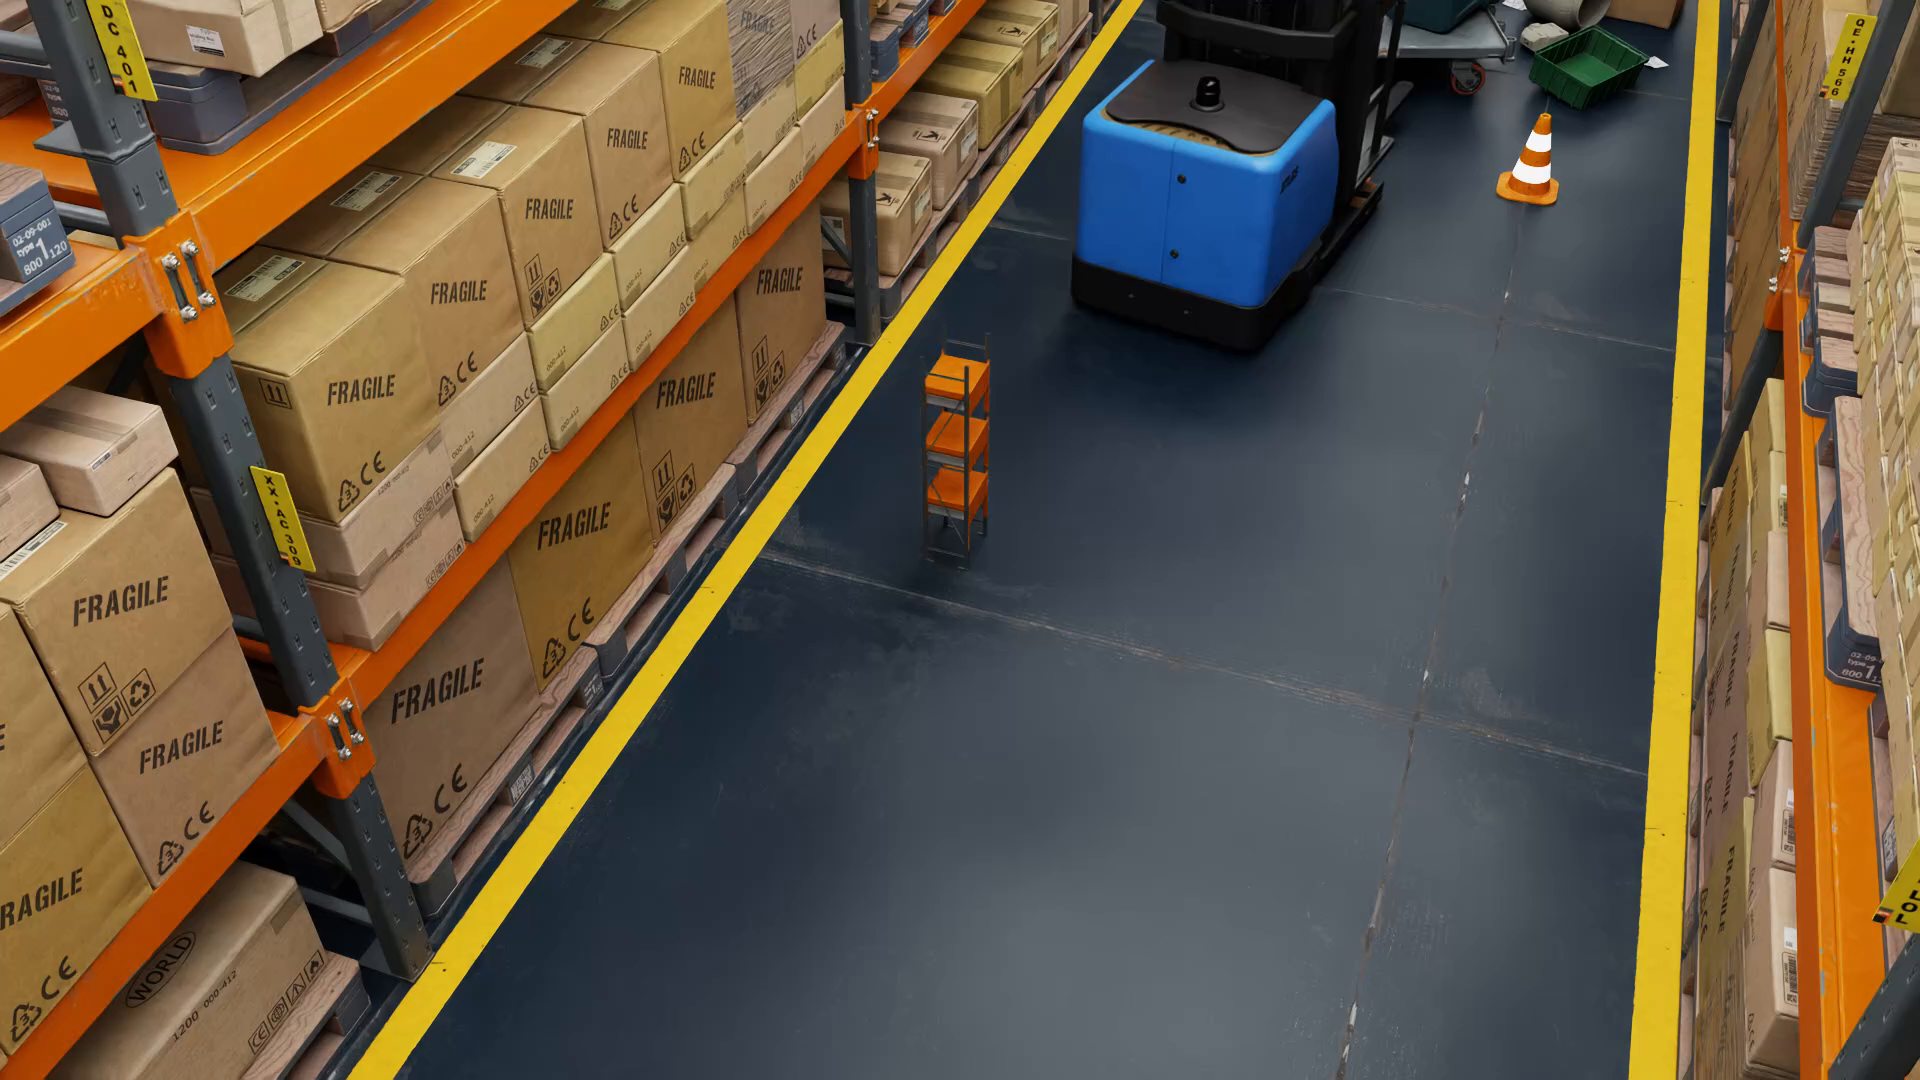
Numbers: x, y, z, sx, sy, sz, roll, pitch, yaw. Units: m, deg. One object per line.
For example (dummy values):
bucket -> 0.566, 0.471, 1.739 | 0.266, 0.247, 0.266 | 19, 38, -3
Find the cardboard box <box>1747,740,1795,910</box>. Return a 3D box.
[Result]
cardboard box -> 2.633, 0.909, 4.898 | 0.500, 0.250, 0.500 | 15, 43, 17

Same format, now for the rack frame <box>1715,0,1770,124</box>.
rack frame -> 5.163, -3.656, 9.224 | 1.000, 3.000, 0.127 | 13, 42, 15

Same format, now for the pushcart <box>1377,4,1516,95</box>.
pushcart -> 2.636, -3.219, 10.733 | 1.648, 0.377, 0.936 | 0, 40, 0

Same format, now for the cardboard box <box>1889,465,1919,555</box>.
cardboard box -> 2.825, -0.045, 4.632 | 0.380, 0.149, 0.250 | 13, 42, 15

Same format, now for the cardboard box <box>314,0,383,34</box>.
cardboard box -> -1.685, -1.625, 4.132 | 0.500, 0.500, 0.500 | 13, 42, 14

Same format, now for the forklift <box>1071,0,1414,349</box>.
forklift -> 1.740, -3.002, 8.510 | 1.130, 2.935, 3.031 | 20, 44, 22

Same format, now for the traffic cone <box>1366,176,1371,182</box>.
traffic cone -> 2.209, -2.262, 9.544 | 0.336, 0.463, 0.334 | 13, 42, 15

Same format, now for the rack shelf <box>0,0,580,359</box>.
rack shelf -> -1.575, -1.900, 5.410 | 1.077, 0.370, 4.000 | 13, 42, 15

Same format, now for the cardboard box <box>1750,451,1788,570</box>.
cardboard box -> 3.158, -0.034, 6.003 | 0.500, 0.250, 0.500 | 13, 42, 15

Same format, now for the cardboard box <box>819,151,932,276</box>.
cardboard box -> -0.689, -1.755, 8.697 | 0.950, 0.372, 0.625 | 11, 42, 12

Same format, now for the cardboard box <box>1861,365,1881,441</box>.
cardboard box -> 3.089, -0.396, 5.273 | 0.380, 0.149, 0.250 | 15, 43, 16

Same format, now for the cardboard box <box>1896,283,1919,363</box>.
cardboard box -> 3.096, -0.627, 5.086 | 0.380, 0.149, 0.250 | 15, 43, 17

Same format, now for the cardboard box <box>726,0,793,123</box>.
cardboard box -> -0.990, -1.983, 6.416 | 0.500, 0.500, 0.500 | 14, 42, 16

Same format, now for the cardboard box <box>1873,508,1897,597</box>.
cardboard box -> 2.819, 0.078, 4.717 | 0.380, 0.149, 0.250 | 15, 43, 17

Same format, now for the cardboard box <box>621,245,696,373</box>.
cardboard box -> -1.315, -0.894, 6.102 | 0.500, 0.250, 0.500 | 13, 42, 14

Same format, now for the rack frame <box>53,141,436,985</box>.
rack frame -> -2.259, 0.187, 4.720 | 1.000, 3.000, 0.127 | 13, 42, 15

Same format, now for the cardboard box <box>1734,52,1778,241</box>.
cardboard box -> 4.702, -1.973, 8.662 | 1.050, 0.750, 0.750 | 13, 42, 15

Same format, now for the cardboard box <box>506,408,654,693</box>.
cardboard box -> -1.821, -0.113, 6.385 | 0.875, 0.875, 0.875 | 14, 43, 16

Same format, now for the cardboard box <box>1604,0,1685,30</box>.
cardboard box -> 4.729, -3.880, 11.411 | 0.500, 0.500, 0.500 | 21, 45, 22

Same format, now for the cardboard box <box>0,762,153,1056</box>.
cardboard box -> -2.348, 0.803, 3.920 | 0.500, 0.500, 0.500 | 12, 42, 14

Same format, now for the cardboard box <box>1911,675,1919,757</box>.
cardboard box -> 2.554, 0.448, 4.054 | 0.380, 0.149, 0.250 | 15, 43, 17

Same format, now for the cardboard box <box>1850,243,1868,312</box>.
cardboard box -> 3.360, -0.888, 5.850 | 0.380, 0.149, 0.250 | 15, 43, 17

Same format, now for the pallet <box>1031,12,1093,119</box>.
pallet -> 0.212, -3.156, 10.787 | 1.003, 0.211, 1.213 | 13, 42, 15

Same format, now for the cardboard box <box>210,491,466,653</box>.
cardboard box -> -1.861, 0.034, 5.014 | 0.500, 0.250, 0.500 | 12, 42, 14

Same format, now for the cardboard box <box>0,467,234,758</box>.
cardboard box -> -2.161, 0.118, 3.954 | 0.500, 0.500, 0.500 | 13, 42, 15

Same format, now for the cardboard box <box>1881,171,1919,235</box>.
cardboard box -> 3.365, -1.103, 5.643 | 0.380, 0.149, 0.250 | 12, 42, 14

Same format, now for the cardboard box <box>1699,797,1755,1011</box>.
cardboard box -> 2.619, 1.195, 5.141 | 0.500, 0.500, 0.500 | 12, 42, 14

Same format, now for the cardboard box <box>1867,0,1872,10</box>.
cardboard box -> 4.303, -2.528, 7.055 | 0.700, 0.500, 0.500 | 13, 42, 14

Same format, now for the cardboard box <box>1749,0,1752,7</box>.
cardboard box -> 5.748, -3.926, 10.854 | 0.875, 0.875, 0.875 | 14, 42, 15

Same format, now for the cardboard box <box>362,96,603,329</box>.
cardboard box -> -1.517, -1.058, 5.332 | 0.500, 0.500, 0.500 | 12, 42, 14

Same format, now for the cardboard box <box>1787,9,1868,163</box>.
cardboard box -> 3.869, -1.892, 7.080 | 0.500, 0.500, 0.500 | 13, 42, 15

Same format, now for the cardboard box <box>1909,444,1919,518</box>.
cardboard box -> 2.827, -0.150, 4.526 | 0.380, 0.149, 0.250 | 11, 42, 13

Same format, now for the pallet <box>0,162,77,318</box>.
pallet -> -2.549, -0.424, 3.193 | 1.003, 0.211, 1.213 | 13, 42, 15

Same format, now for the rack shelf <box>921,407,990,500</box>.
rack shelf -> -0.018, -0.359, 6.878 | 0.215, 0.259, 0.240 | 13, 42, 15

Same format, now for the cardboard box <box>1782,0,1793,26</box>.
cardboard box -> 4.385, -2.820, 8.167 | 0.500, 0.500, 0.500 | 13, 42, 15

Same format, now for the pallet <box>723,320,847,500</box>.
pallet -> -1.232, -0.728, 7.940 | 1.003, 0.211, 1.213 | 13, 42, 15

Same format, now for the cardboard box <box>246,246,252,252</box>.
cardboard box -> -2.172, -0.877, 5.119 | 0.500, 0.500, 0.500 | 14, 42, 16

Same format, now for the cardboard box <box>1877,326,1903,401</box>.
cardboard box -> 3.090, -0.508, 5.175 | 0.380, 0.149, 0.250 | 13, 42, 15

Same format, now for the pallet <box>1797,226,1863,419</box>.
pallet -> 3.651, -0.685, 5.889 | 1.213, 0.211, 1.003 | 13, 42, 15

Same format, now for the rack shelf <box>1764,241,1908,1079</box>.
rack shelf -> 3.111, 0.278, 5.168 | 1.077, 0.370, 4.000 | 13, 42, 15

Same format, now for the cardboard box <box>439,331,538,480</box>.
cardboard box -> -1.692, -0.476, 5.228 | 0.500, 0.250, 0.500 | 14, 42, 16

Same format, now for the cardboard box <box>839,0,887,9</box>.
cardboard box -> -0.520, -2.787, 7.576 | 0.500, 0.500, 0.500 | 12, 42, 14

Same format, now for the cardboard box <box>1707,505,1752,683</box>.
cardboard box -> 3.145, 0.258, 6.239 | 0.500, 0.500, 0.500 | 14, 42, 16

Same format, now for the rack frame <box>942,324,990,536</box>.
rack frame -> 0.023, -0.441, 6.958 | 0.200, 1.050, 0.008 | 13, 42, 15

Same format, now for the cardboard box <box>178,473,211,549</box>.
cardboard box -> -2.337, -0.269, 4.985 | 0.500, 0.250, 0.500 | 13, 42, 15

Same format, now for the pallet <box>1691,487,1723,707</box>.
pallet -> 3.526, 0.321, 6.711 | 1.003, 0.211, 1.213 | 13, 42, 15

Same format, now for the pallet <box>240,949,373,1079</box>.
pallet -> -2.593, 1.694, 5.102 | 1.003, 0.211, 1.213 | 13, 42, 15

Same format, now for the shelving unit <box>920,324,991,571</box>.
shelving unit -> -0.018, -0.367, 6.871 | 0.215, 1.050, 0.252 | 13, 42, 15

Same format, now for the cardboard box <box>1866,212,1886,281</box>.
cardboard box -> 3.350, -0.977, 5.725 | 0.380, 0.149, 0.250 | 15, 43, 17

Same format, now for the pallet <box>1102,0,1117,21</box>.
pallet -> 0.673, -4.049, 11.833 | 1.003, 0.211, 1.213 | 13, 42, 15

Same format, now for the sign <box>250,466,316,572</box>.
sign -> -1.737, -0.050, 4.270 | 0.100, 0.325, 0.005 | 13, 42, 15

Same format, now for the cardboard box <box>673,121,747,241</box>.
cardboard box -> -1.146, -1.404, 6.315 | 0.500, 0.250, 0.500 | 12, 42, 14

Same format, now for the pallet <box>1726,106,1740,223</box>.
pallet -> 4.970, -2.107, 9.557 | 1.003, 0.211, 1.213 | 13, 42, 15

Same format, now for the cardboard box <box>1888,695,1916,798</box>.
cardboard box -> 2.552, 0.563, 4.149 | 0.380, 0.149, 0.250 | 13, 42, 15

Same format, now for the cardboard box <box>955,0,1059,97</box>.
cardboard box -> 0.057, -3.093, 10.265 | 0.950, 0.372, 0.625 | 16, 43, 18

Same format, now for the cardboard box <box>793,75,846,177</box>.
cardboard box -> -0.820, -1.830, 7.199 | 0.500, 0.250, 0.500 | 12, 42, 14
